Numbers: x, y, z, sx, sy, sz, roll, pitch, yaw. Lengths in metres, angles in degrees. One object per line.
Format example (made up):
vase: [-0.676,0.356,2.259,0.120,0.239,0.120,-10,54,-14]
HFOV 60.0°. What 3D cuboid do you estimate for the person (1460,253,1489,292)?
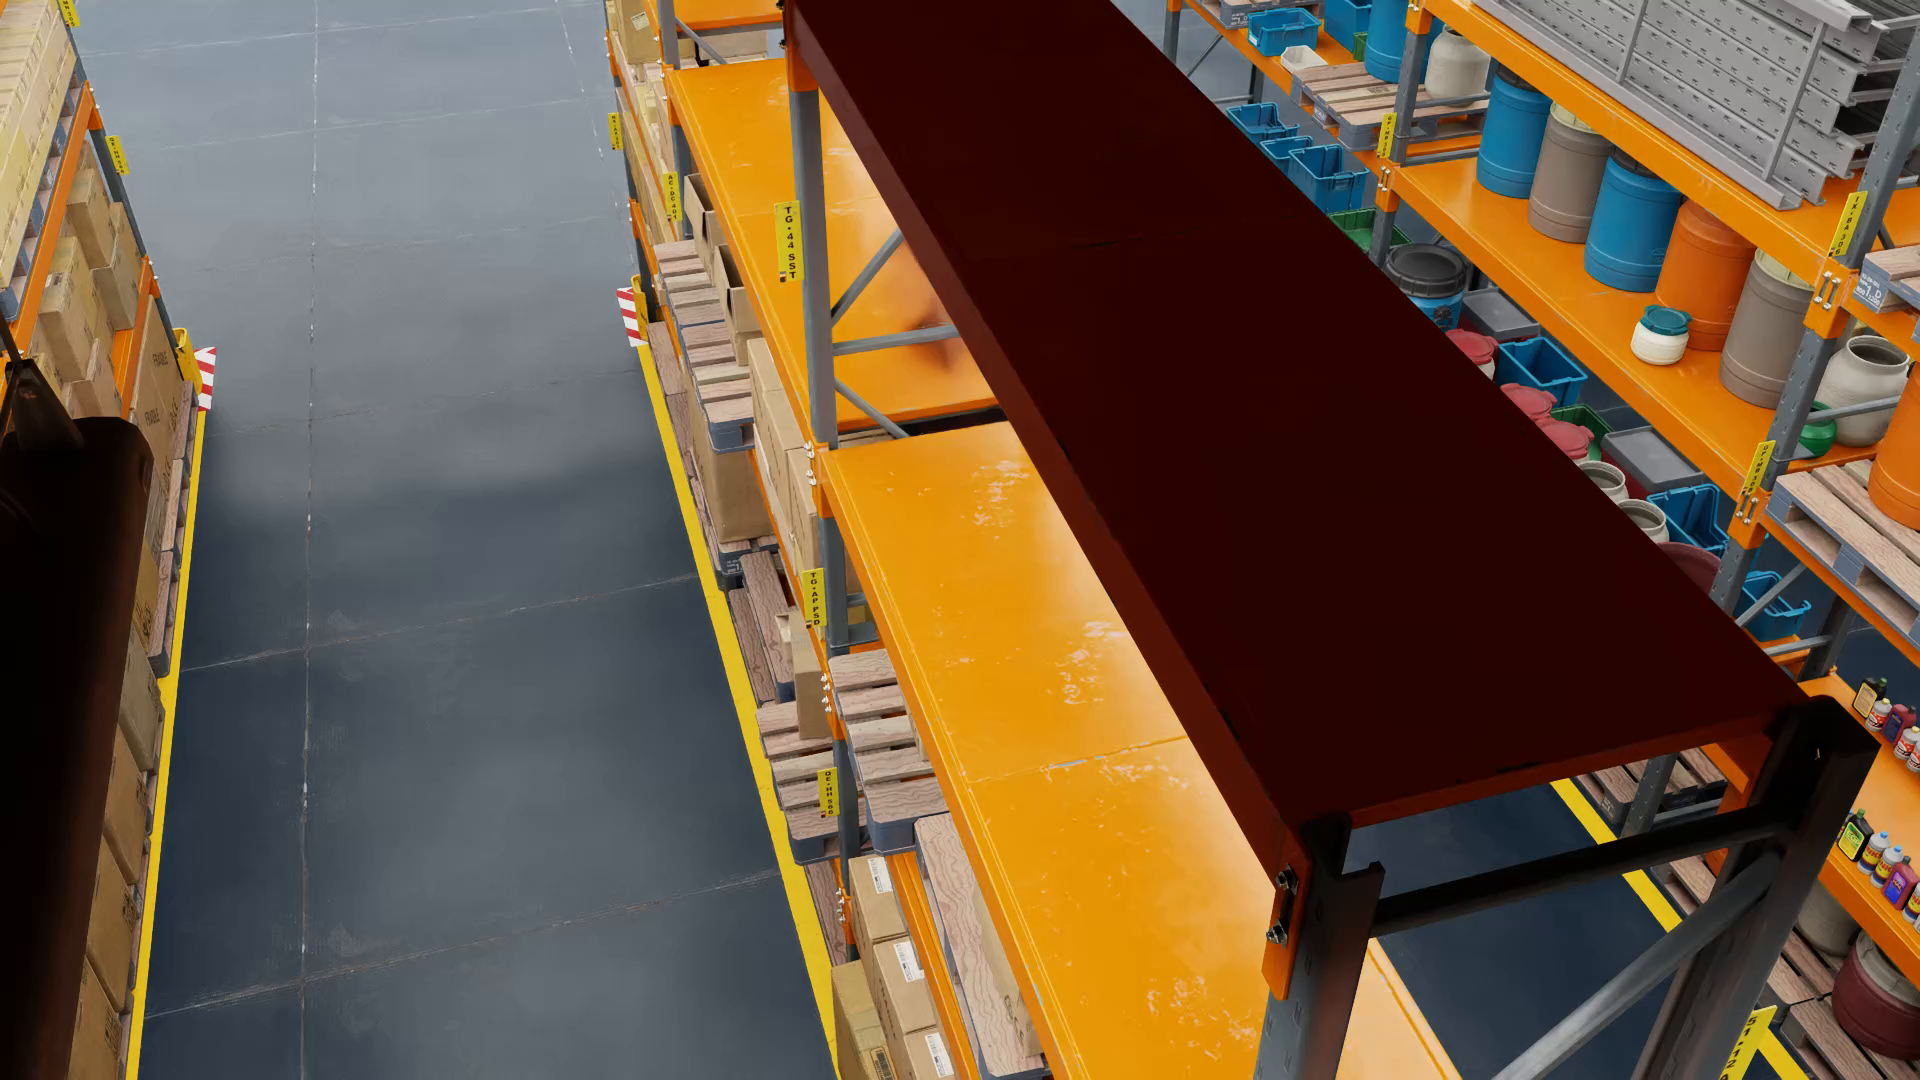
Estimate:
person: [4.625,-2.588,14.760,0.599,1.652,0.540,-14,40,-17]
